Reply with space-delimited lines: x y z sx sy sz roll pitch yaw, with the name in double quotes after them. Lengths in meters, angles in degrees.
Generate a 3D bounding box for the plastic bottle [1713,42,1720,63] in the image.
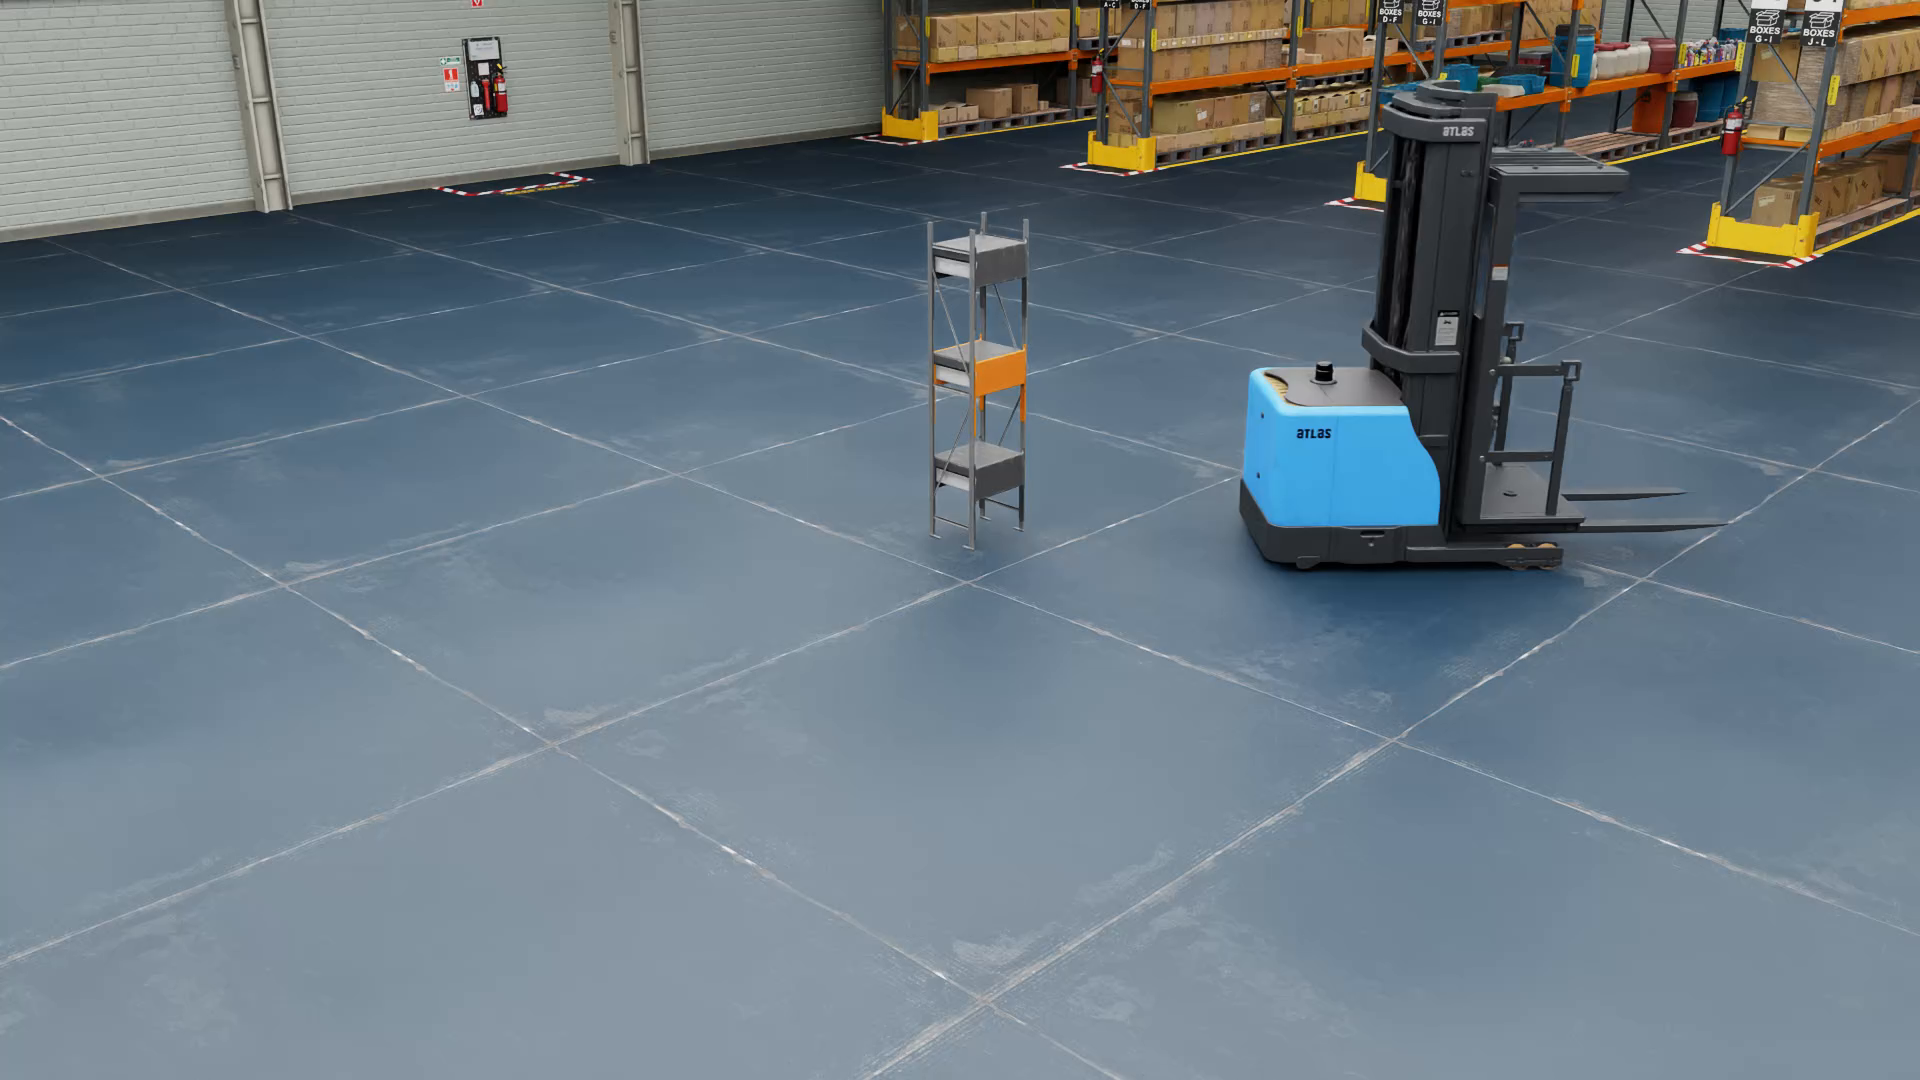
13.339 -8.626 29.405 0.144 0.351 0.185 19 28 41 "plastic bottle"

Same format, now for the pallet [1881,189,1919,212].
13.025 -4.853 23.407 1.003 0.211 1.213 19 28 41 "pallet"

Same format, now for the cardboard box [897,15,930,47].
-0.778 -9.109 29.729 0.500 0.500 0.500 19 28 40 "cardboard box"

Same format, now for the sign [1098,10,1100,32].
2.218 -8.197 26.276 0.100 0.325 0.005 19 28 41 "sign"

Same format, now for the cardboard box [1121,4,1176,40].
2.969 -8.189 26.252 0.700 0.500 0.500 19 28 41 "cardboard box"

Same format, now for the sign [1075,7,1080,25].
2.230 -9.944 31.558 0.100 0.325 0.005 19 28 41 "sign"

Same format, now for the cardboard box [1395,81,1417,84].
8.700 -8.547 32.001 0.500 0.500 0.500 -19 28 -40 "cardboard box"

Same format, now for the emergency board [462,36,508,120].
-7.023 -6.874 24.777 0.194 1.169 0.643 19 28 41 "emergency board"

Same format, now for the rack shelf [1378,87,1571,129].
7.539 -6.344 24.402 1.077 0.370 4.000 19 28 41 "rack shelf"

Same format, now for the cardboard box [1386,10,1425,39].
8.536 -9.896 31.915 0.700 0.500 0.500 9 23 23 "cardboard box"

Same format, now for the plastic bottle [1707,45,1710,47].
13.766 -9.014 30.621 0.097 0.201 0.097 0 21 0 "plastic bottle"

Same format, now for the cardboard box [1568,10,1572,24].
12.930 -11.122 35.690 0.500 0.500 0.500 20 28 41 "cardboard box"

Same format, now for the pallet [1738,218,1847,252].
10.337 -3.844 20.781 1.003 0.211 1.213 19 28 41 "pallet"

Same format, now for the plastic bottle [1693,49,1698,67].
12.707 -8.340 28.755 0.061 0.283 0.133 19 28 41 "plastic bottle"

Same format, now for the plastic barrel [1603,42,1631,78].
10.572 -7.748 26.863 0.433 0.535 0.433 0 21 0 "plastic barrel"

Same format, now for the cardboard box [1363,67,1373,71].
9.441 -11.454 39.592 0.700 0.500 0.500 19 28 40 "cardboard box"

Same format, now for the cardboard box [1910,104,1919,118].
12.543 -5.708 22.095 0.380 0.149 0.250 19 28 41 "cardboard box"

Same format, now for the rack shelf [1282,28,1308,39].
6.021 -10.880 36.203 1.077 0.370 4.000 19 28 41 "rack shelf"

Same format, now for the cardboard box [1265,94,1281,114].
5.465 -7.785 29.613 0.500 0.311 0.500 19 28 41 "cardboard box"

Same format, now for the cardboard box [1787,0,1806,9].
9.846 -6.444 19.687 0.500 0.250 0.500 -19 28 -41 "cardboard box"

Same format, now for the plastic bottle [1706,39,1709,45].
13.860 -9.174 30.925 0.061 0.283 0.133 19 28 41 "plastic bottle"

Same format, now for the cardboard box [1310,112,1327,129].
6.204 -7.520 29.706 0.500 0.250 0.500 -19 28 -41 "cardboard box"

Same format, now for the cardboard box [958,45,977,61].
-0.035 -8.768 29.886 0.500 0.250 0.500 18 28 39 "cardboard box"

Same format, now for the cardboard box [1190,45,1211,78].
3.645 -7.832 27.132 0.700 0.500 0.500 19 28 41 "cardboard box"

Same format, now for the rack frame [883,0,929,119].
-0.955 -8.645 29.386 1.000 3.000 0.127 19 28 41 "rack frame"

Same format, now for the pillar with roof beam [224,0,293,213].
-6.373 -7.680 18.513 9.100 9.000 0.400 19 28 41 "pillar with roof beam"

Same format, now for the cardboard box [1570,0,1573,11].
12.935 -11.585 35.501 0.500 0.500 0.500 -19 28 -41 "cardboard box"

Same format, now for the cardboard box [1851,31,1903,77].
11.317 -6.037 20.653 0.500 0.500 0.500 19 28 41 "cardboard box"

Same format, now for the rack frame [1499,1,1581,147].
8.934 -7.194 25.610 1.000 3.000 0.127 19 28 41 "rack frame"

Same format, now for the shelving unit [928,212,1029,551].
0.115 -1.023 10.809 0.431 2.100 0.503 19 28 41 "shelving unit"

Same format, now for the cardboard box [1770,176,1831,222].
10.532 -4.274 20.912 0.500 0.500 0.500 -12 24 -28 "cardboard box"

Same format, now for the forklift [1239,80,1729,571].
3.438 -1.364 10.538 3.031 2.935 1.130 -1 21 -2 "forklift"

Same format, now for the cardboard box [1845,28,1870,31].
11.290 -6.297 21.330 0.500 0.500 0.500 19 28 41 "cardboard box"

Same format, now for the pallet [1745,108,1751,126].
15.000 -8.147 31.978 1.003 0.211 1.213 19 28 41 "pallet"

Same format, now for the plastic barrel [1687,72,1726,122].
13.629 -8.149 30.435 0.600 0.901 0.708 19 28 41 "plastic barrel"

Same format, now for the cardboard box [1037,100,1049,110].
1.484 -8.411 32.113 0.380 0.166 0.250 15 26 34 "cardboard box"

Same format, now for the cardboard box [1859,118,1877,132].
11.178 -5.184 20.730 0.380 0.149 0.250 19 28 41 "cardboard box"

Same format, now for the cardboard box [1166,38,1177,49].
3.207 -7.871 26.329 0.380 0.149 0.250 18 28 39 "cardboard box"

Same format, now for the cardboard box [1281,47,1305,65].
5.700 -8.502 29.223 0.500 0.250 0.500 -18 27 -39 "cardboard box"

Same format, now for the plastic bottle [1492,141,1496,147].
8.177 -6.023 25.643 0.144 0.351 0.185 19 28 41 "plastic bottle"

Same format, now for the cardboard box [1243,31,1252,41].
4.640 -8.399 27.703 0.380 0.149 0.250 19 28 40 "cardboard box"

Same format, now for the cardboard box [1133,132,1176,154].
3.131 -6.401 26.795 0.500 0.250 0.500 19 28 41 "cardboard box"

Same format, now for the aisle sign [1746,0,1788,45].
9.434 -6.199 19.397 0.394 0.787 0.004 19 28 41 "aisle sign"

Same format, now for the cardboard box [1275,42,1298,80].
7.056 -10.723 37.203 0.750 0.750 0.750 20 28 41 "cardboard box"

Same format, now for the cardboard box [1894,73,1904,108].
11.750 -5.920 21.742 0.875 0.500 0.500 19 28 41 "cardboard box"

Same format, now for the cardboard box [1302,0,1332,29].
7.807 -12.005 37.710 0.700 0.700 0.980 -20 28 -41 "cardboard box"

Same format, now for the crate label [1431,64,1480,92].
7.234 -6.723 24.336 0.502 0.435 0.616 19 28 41 "crate label"

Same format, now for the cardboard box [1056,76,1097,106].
2.337 -8.905 32.934 0.500 0.500 0.700 -19 28 -40 "cardboard box"

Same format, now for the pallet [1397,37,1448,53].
8.600 -9.565 32.047 1.213 0.211 1.003 19 28 41 "pallet"

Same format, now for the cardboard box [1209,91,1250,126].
4.517 -7.268 28.006 0.500 0.500 0.500 19 28 41 "cardboard box"

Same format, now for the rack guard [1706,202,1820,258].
9.745 -3.779 20.209 1.175 0.500 0.348 19 28 41 "rack guard"

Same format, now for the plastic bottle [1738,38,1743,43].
14.108 -8.909 30.142 0.144 0.351 0.185 19 28 41 "plastic bottle"
